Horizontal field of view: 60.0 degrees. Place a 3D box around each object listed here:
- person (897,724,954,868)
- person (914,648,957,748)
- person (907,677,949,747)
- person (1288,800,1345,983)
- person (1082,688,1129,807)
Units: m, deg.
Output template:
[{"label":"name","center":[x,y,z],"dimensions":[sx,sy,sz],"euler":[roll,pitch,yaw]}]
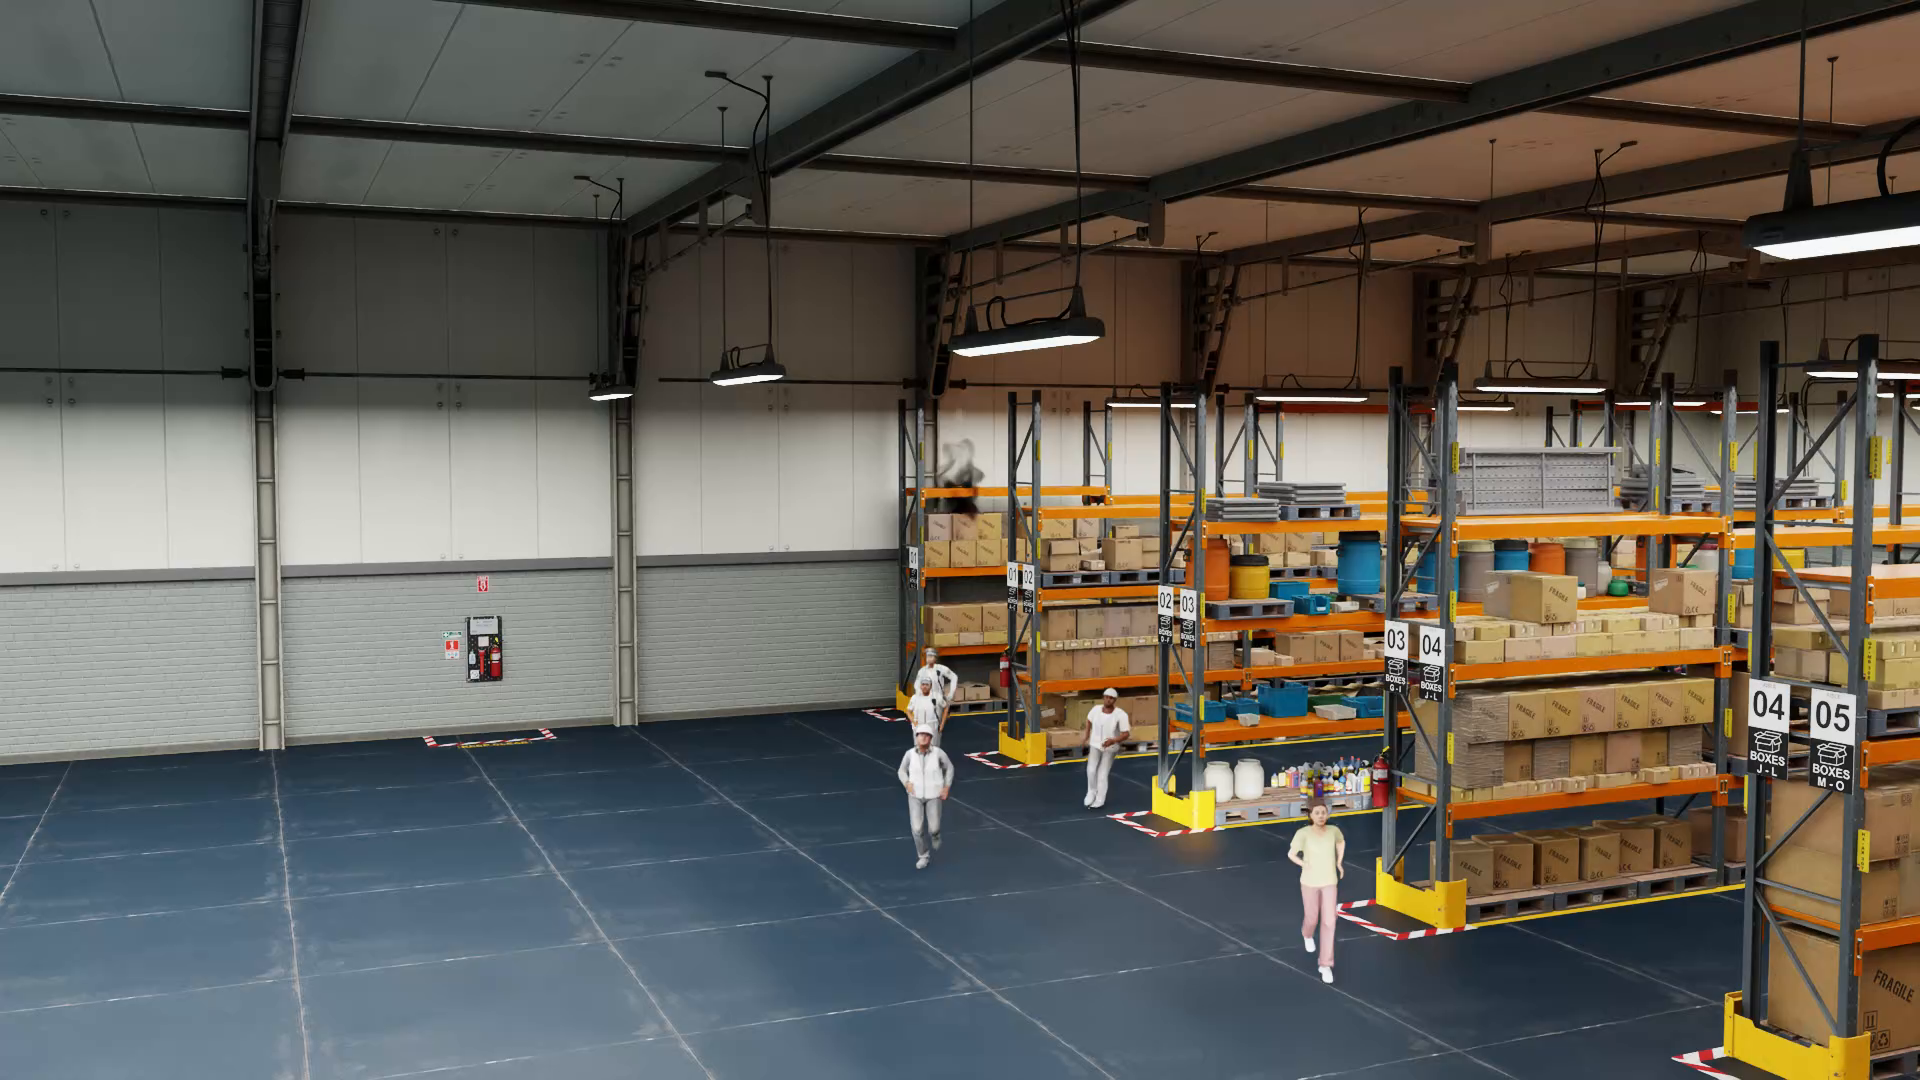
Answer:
[{"label":"person","center":[-0.423,3.116,20.340],"dimensions":[0.691,1.735,0.597],"euler":[0,3,3]},{"label":"person","center":[-0.404,2.521,26.057],"dimensions":[0.650,1.673,0.643],"euler":[1,3,13]},{"label":"person","center":[-0.492,2.878,25.048],"dimensions":[0.630,1.668,0.764],"euler":[0,3,7]},{"label":"person","center":[3.494,3.369,16.248],"dimensions":[0.583,1.659,0.964],"euler":[0,3,3]},{"label":"person","center":[2.023,2.928,23.355],"dimensions":[0.712,1.714,0.609],"euler":[1,4,21]}]
